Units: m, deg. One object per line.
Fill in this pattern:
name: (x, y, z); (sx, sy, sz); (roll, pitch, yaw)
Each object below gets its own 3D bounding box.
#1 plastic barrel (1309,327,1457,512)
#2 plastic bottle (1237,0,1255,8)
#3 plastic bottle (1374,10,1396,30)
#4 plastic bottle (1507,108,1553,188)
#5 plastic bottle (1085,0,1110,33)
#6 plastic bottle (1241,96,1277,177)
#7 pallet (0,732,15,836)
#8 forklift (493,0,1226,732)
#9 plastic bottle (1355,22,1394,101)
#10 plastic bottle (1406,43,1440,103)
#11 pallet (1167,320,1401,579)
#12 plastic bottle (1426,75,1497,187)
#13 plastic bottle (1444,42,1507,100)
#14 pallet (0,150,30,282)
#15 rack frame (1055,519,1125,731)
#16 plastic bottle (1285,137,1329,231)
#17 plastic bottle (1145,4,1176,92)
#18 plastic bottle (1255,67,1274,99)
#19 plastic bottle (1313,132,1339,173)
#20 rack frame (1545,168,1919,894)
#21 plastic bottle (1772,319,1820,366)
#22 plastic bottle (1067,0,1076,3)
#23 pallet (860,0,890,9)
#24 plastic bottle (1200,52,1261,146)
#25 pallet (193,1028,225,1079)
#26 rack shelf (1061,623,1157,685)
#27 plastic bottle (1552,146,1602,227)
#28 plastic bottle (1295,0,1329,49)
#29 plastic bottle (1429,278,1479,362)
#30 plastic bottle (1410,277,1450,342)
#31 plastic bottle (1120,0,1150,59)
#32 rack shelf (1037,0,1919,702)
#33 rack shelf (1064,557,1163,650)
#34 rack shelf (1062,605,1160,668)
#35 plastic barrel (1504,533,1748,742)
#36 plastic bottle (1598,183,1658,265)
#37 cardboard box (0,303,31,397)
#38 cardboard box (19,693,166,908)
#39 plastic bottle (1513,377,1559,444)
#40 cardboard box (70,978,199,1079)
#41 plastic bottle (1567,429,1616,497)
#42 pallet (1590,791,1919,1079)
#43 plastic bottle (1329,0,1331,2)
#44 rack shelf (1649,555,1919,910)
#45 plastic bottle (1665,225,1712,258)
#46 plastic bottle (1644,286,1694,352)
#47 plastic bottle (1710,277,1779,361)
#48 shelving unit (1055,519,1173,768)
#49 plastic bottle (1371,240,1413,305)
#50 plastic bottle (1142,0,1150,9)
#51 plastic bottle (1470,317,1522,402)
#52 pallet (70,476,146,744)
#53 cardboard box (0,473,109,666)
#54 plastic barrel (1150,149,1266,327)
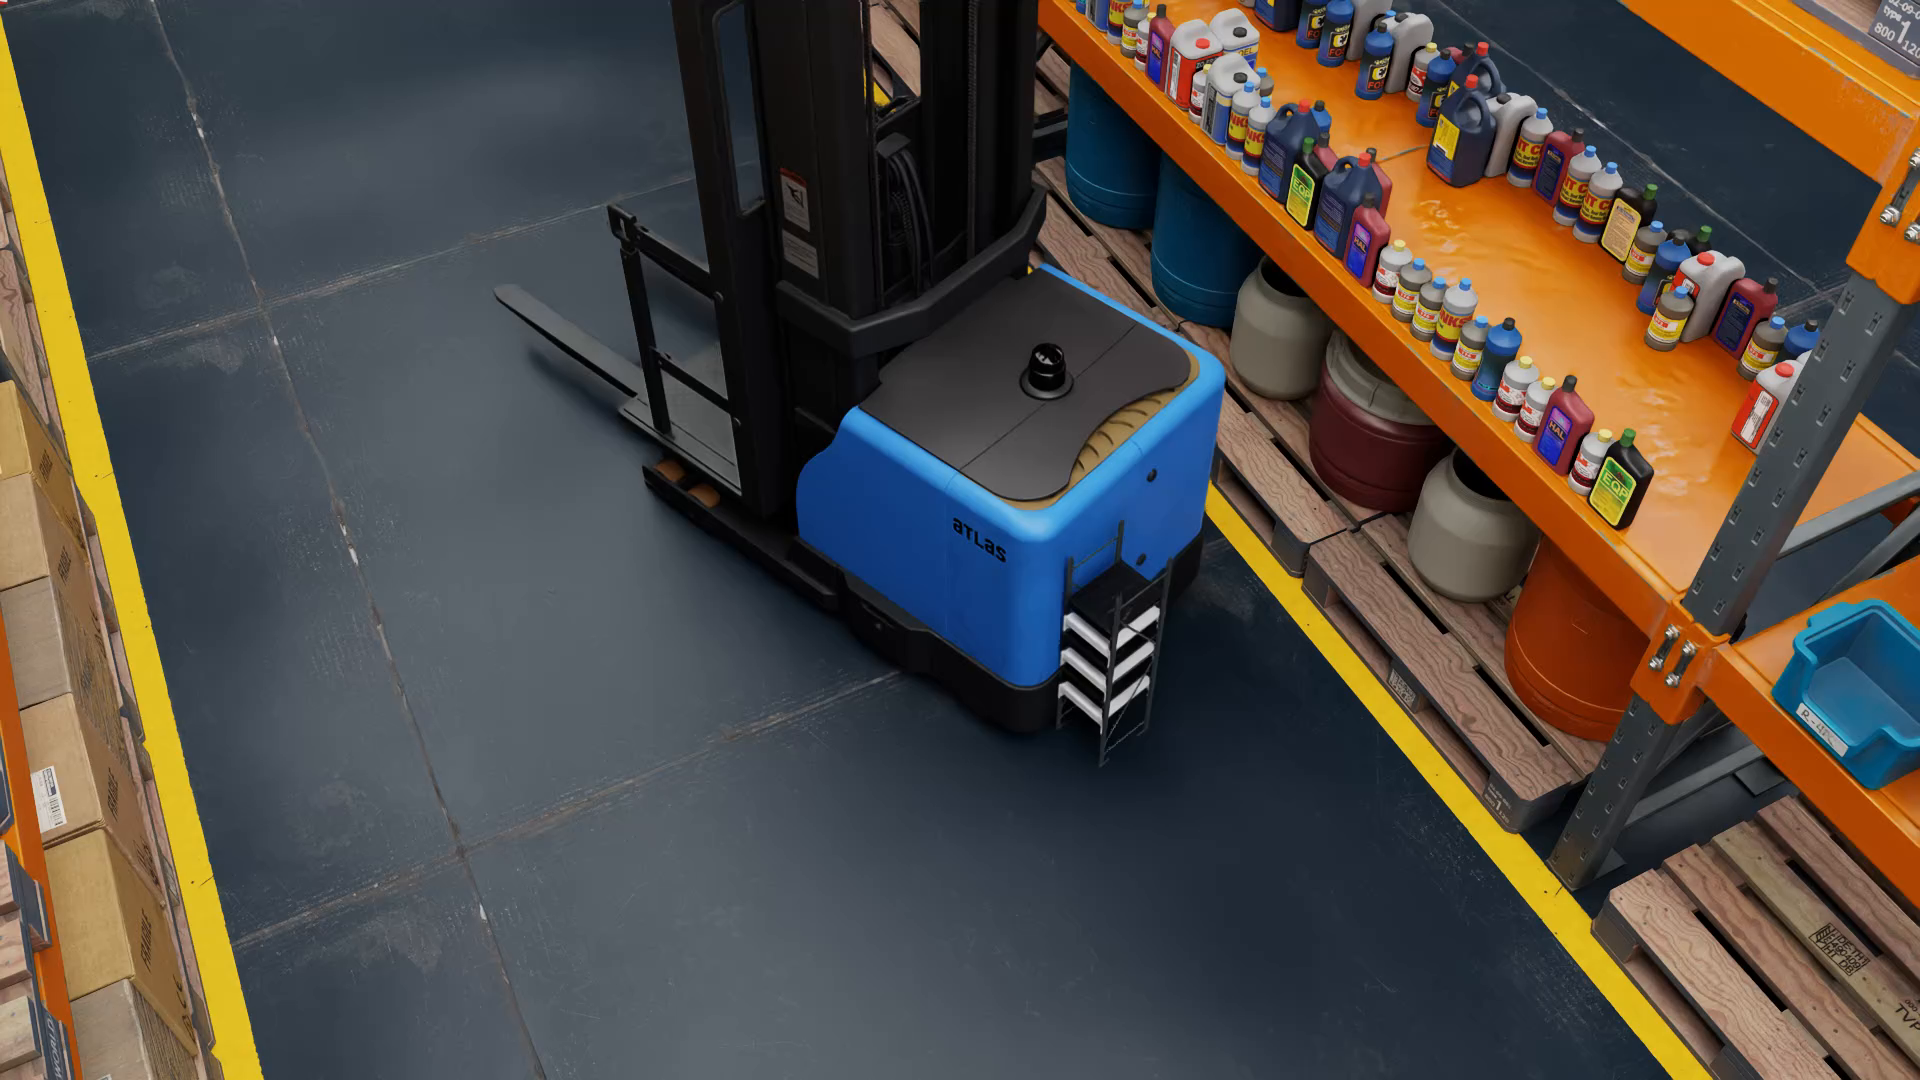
plastic barrel: (1.596, -0.503, 6.020); (0.600, 0.588, 0.708); (-21, 52, -18)
plastic bottle: (1.105, -2.190, 6.205); (0.144, 0.351, 0.185); (-21, 52, -18)
plastic bottle: (1.526, -1.800, 5.964); (0.097, 0.201, 0.097); (0, 49, 0)
plastic bottle: (1.884, -1.300, 5.479); (0.097, 0.271, 0.097); (0, 49, 0)
plastic bottle: (0.562, -2.031, 6.116); (0.152, 0.276, 0.135); (-21, 52, -18)
plastic bottle: (0.998, -1.348, 5.521); (0.097, 0.271, 0.097); (0, 49, 0)
pallet: (-2.948, 0.386, 4.047); (1.003, 0.211, 1.213); (-21, 52, -18)
forklift: (-0.569, -1.286, 5.427); (3.031, 2.935, 1.130); (33, 57, 26)
plastic bottle: (1.453, -1.681, 5.813); (0.097, 0.271, 0.097); (0, 49, 0)
plastic bottle: (1.632, -1.645, 5.828); (0.097, 0.201, 0.097); (0, 49, 0)
pallet: (1.400, -0.492, 6.540); (1.003, 0.211, 1.213); (-21, 52, -18)
plastic bottle: (1.664, -1.360, 5.479); (0.144, 0.351, 0.185); (-21, 52, -18)
plastic bottle: (1.737, -1.502, 5.604); (0.144, 0.351, 0.185); (-21, 52, -18)
pallet: (-4.760, -1.414, 7.347); (1.003, 0.211, 1.213); (-21, 52, -18)
rack frame: (0.415, 0.295, 5.394); (0.240, 0.900, 0.006); (-34, 57, -26)
plastic bottle: (1.119, -1.144, 5.336); (0.061, 0.283, 0.133); (-21, 52, -18)
plastic bottle: (0.716, -1.733, 5.850); (0.061, 0.283, 0.133); (-21, 52, -18)
plastic bottle: (1.027, -1.532, 5.729); (0.097, 0.201, 0.097); (0, 49, 0)
plastic bottle: (1.173, -1.165, 5.354); (0.061, 0.283, 0.133); (-21, 52, -18)
rack frame: (2.352, -0.081, 4.328); (1.000, 3.000, 0.127); (-21, 52, -18)
plastic bottle: (2.413, -0.527, 4.803); (0.097, 0.271, 0.097); (0, 49, 0)
plastic bottle: (0.440, -2.140, 6.261); (0.097, 0.201, 0.097); (0, 49, 0)
pallet: (-0.412, -3.137, 8.853); (1.003, 0.211, 1.213); (-21, 52, -18)
plastic bottle: (0.925, -1.501, 5.653); (0.152, 0.276, 0.135); (-21, 52, -18)
pallet: (-2.362, 2.028, 4.336); (1.003, 0.211, 1.213); (-21, 52, -18)
rack shelf: (0.484, 0.314, 5.302); (0.258, 0.077, 0.200); (-34, 57, -26)
plastic bottle: (1.990, -1.145, 5.344); (0.097, 0.271, 0.097); (0, 49, 0)
plastic bottle: (1.285, -1.926, 6.027); (0.097, 0.271, 0.097); (0, 49, 0)
plastic bottle: (1.467, -0.661, 4.921); (0.097, 0.271, 0.097); (0, 49, 0)
plastic bottle: (1.423, -0.703, 5.004); (0.097, 0.201, 0.097); (0, 49, 0)
plastic bottle: (0.635, -1.855, 6.011); (0.097, 0.201, 0.097); (0, 49, 0)
rack shelf: (1.437, -1.183, 5.770); (1.077, 0.370, 4.000); (-21, 52, -18)
rack shelf: (0.484, 0.196, 5.166); (0.258, 0.077, 0.200); (-34, 57, -26)
rack shelf: (0.484, 0.255, 5.234); (0.258, 0.077, 0.200); (-34, 57, -26)
plastic barrel: (2.113, 0.174, 5.268); (0.600, 0.830, 0.708); (-21, 52, -18)
plastic bottle: (2.103, -1.013, 5.221); (0.061, 0.283, 0.133); (-21, 52, -18)
cardboard box: (-3.884, -0.670, 6.337); (0.500, 0.311, 0.500); (-21, 52, -18)
cardboard box: (-2.721, 0.864, 4.870); (0.500, 0.500, 0.500); (-23, 53, -19)
plastic bottle: (1.645, -0.377, 4.719); (0.097, 0.201, 0.097); (0, 49, 0)
cardboard box: (-2.253, 1.549, 4.271); (0.500, 0.500, 0.500); (-23, 53, -19)
plastic bottle: (1.751, -0.223, 4.584); (0.097, 0.201, 0.097); (0, 49, 0)
pallet: (2.672, 1.369, 4.913); (1.003, 0.211, 1.213); (-21, 52, -18)
plastic bottle: (1.387, -1.983, 6.074); (0.152, 0.276, 0.135); (-21, 52, -18)
rack shelf: (3.267, 1.494, 3.428); (1.077, 0.370, 4.000); (-21, 52, -18)
plastic bottle: (2.209, -0.859, 5.086); (0.061, 0.283, 0.133); (-21, 52, -18)
plastic bottle: (2.127, -0.671, 4.976); (0.097, 0.201, 0.097); (0, 49, 0)
plastic bottle: (2.332, -0.679, 4.929); (0.061, 0.283, 0.133); (-21, 52, -18)
shelving unit: (0.484, 0.352, 5.345); (0.258, 0.900, 0.210); (-34, 57, -26)
plastic bottle: (1.334, -0.833, 5.118); (0.097, 0.201, 0.097); (0, 49, 0)
plastic bottle: (0.665, -2.062, 6.193); (0.097, 0.201, 0.097); (0, 49, 0)
plastic bottle: (1.556, -0.531, 4.807); (0.097, 0.271, 0.097); (0, 49, 0)
pallet: (-3.479, 0.395, 5.764); (1.003, 0.211, 1.213); (-21, 52, -18)
cardboard box: (-3.185, 0.189, 5.460); (0.500, 0.500, 0.500); (-21, 52, -17)
plastic barrel: (1.079, -1.362, 6.563); (0.600, 0.901, 0.708); (-21, 52, -18)
